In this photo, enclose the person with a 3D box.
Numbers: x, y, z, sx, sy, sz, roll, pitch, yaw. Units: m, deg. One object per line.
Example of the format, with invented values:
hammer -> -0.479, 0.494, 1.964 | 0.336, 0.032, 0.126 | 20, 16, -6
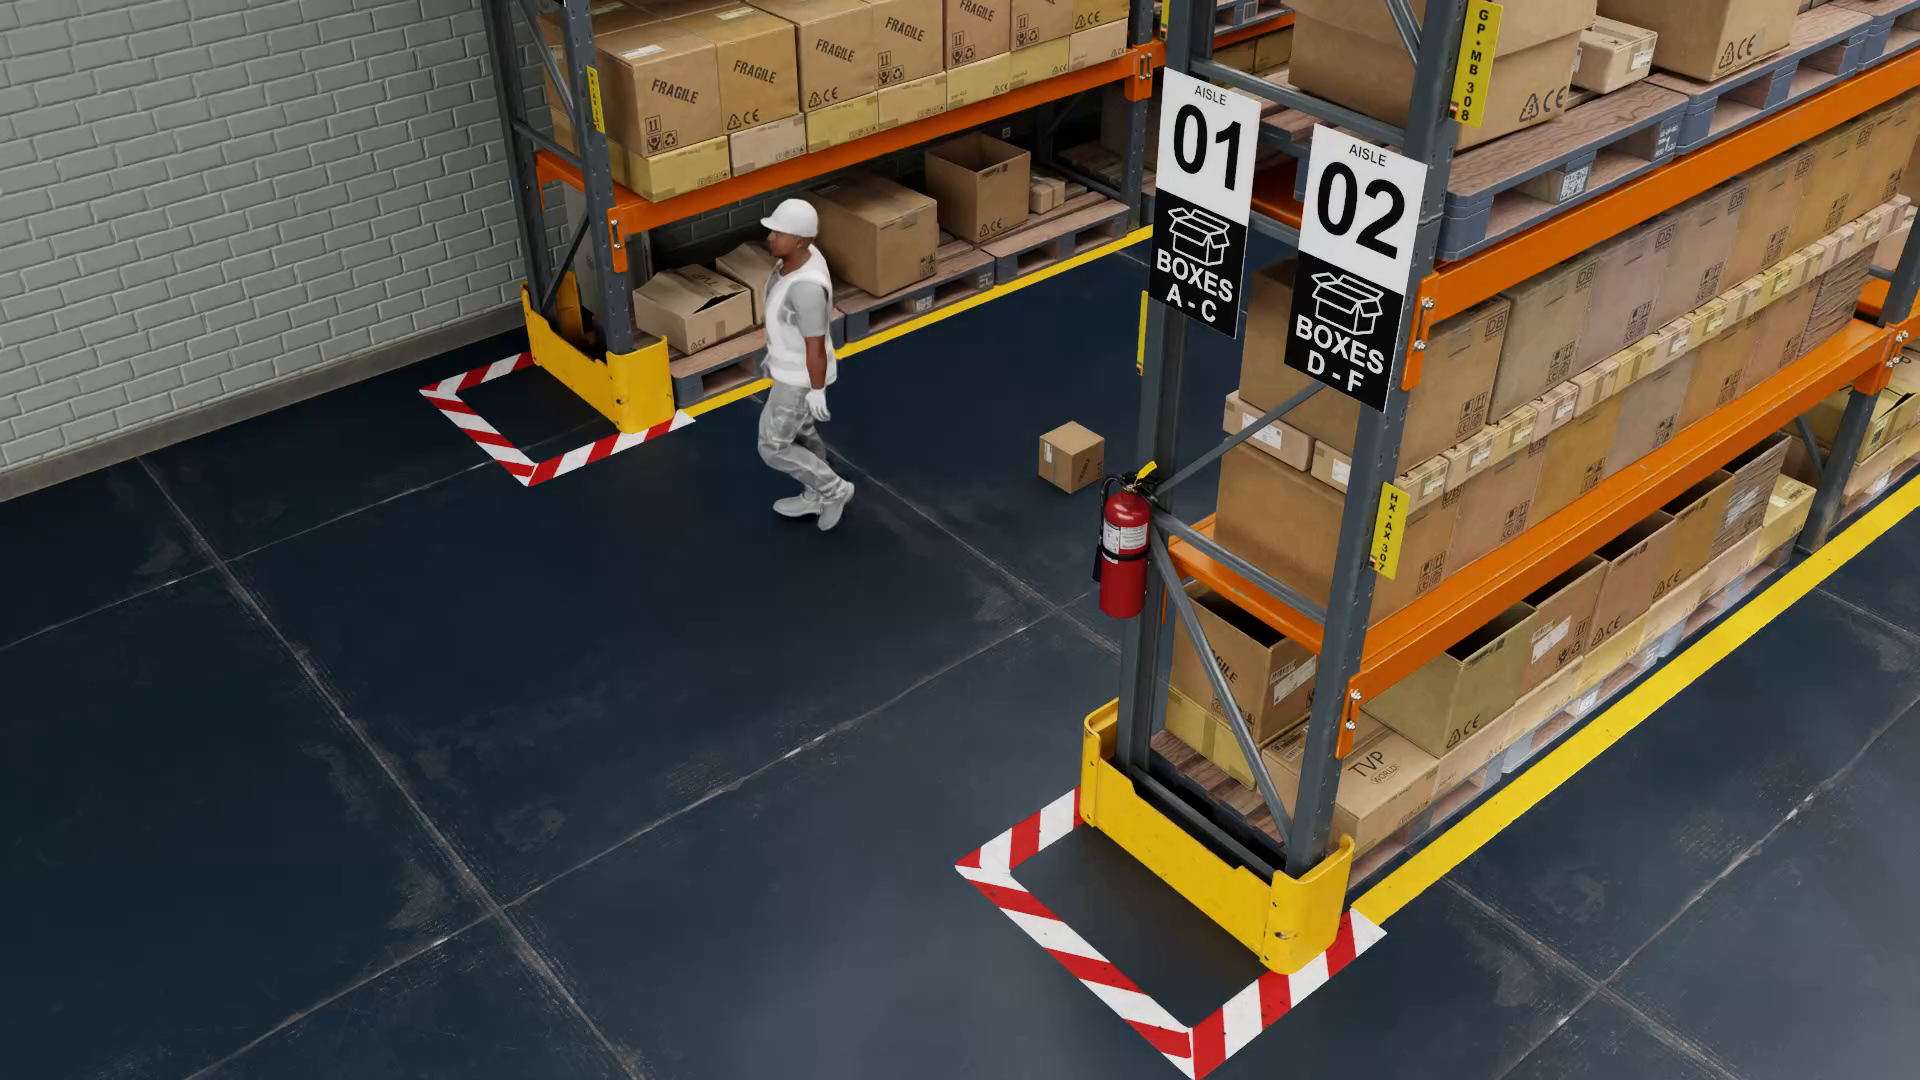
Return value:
person -> -0.791, -0.831, 8.190 | 0.477, 1.789, 0.567 | -5, 36, -7
